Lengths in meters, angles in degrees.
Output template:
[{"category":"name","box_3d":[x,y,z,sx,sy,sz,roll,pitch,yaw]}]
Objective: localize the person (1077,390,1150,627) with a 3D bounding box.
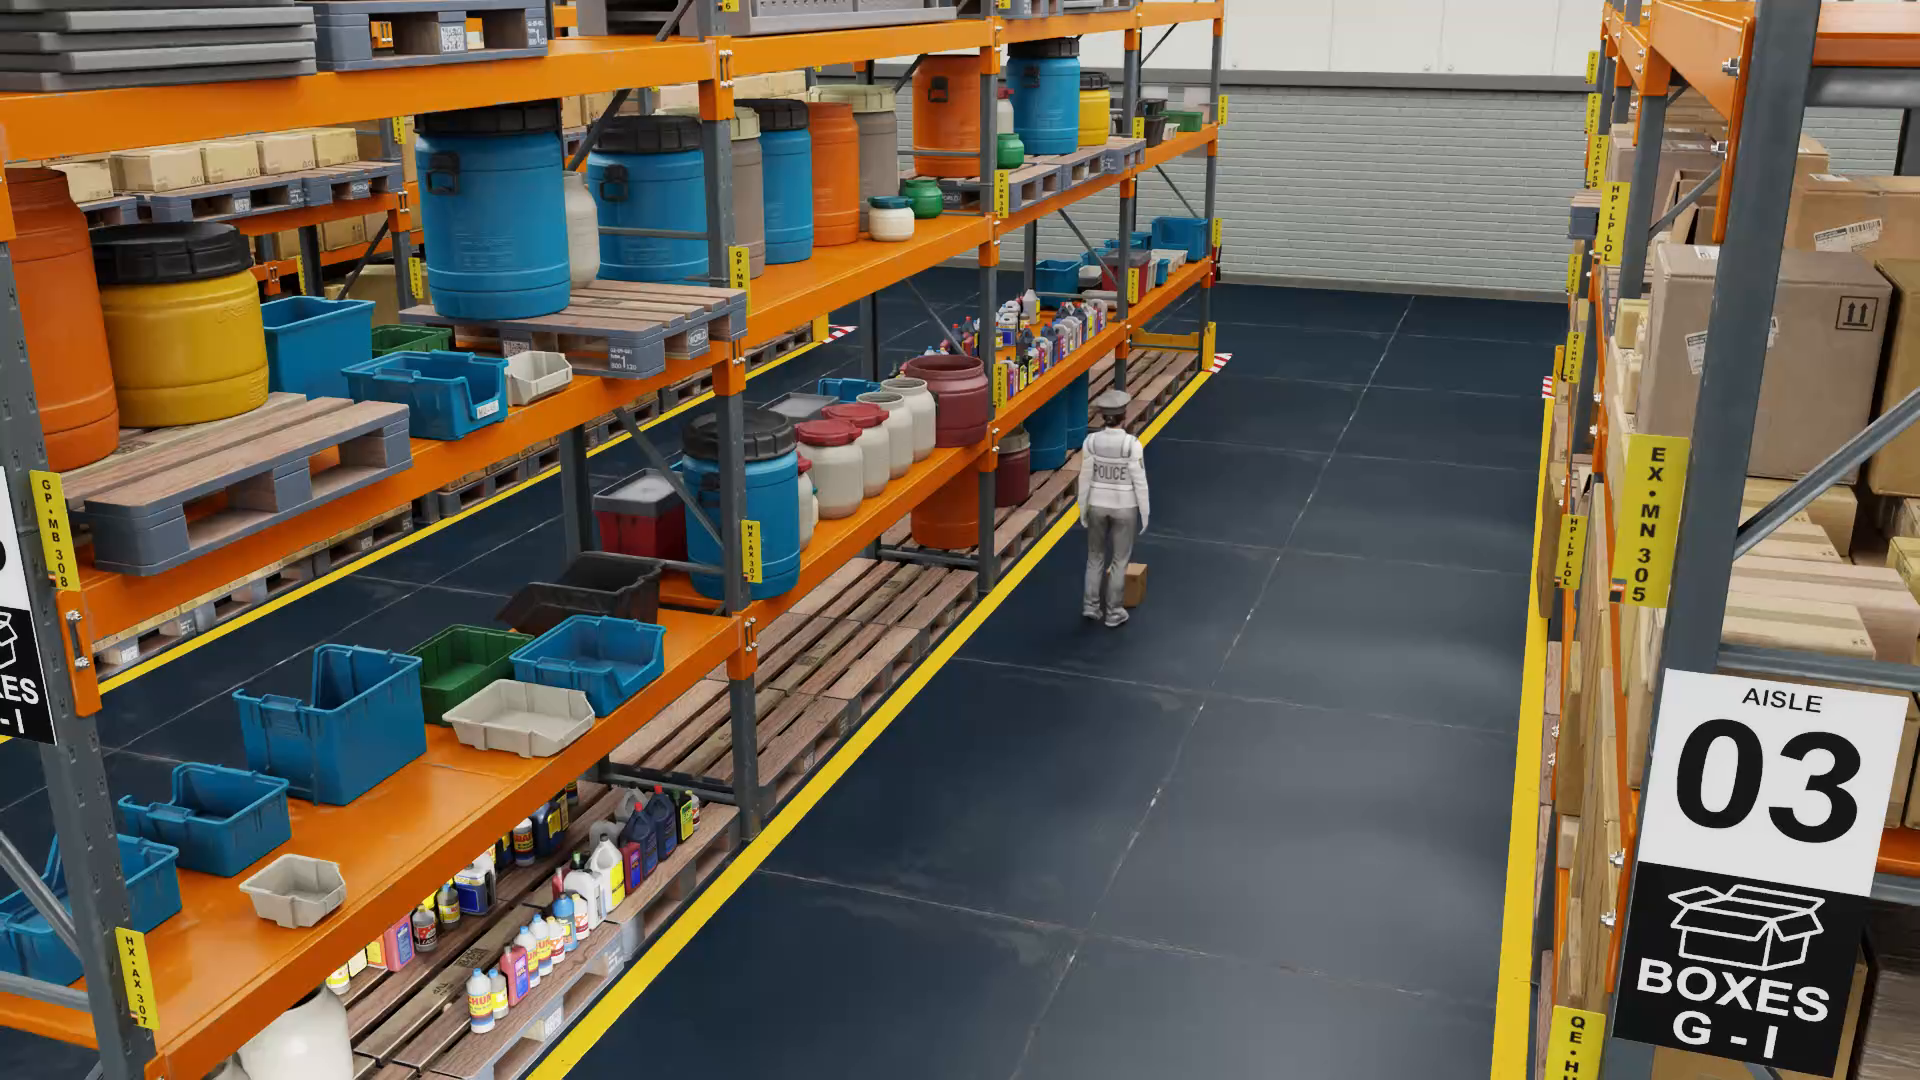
[{"category":"person","box_3d":[1.093,-0.180,11.667,0.522,1.747,0.383,9,21,24]}]
